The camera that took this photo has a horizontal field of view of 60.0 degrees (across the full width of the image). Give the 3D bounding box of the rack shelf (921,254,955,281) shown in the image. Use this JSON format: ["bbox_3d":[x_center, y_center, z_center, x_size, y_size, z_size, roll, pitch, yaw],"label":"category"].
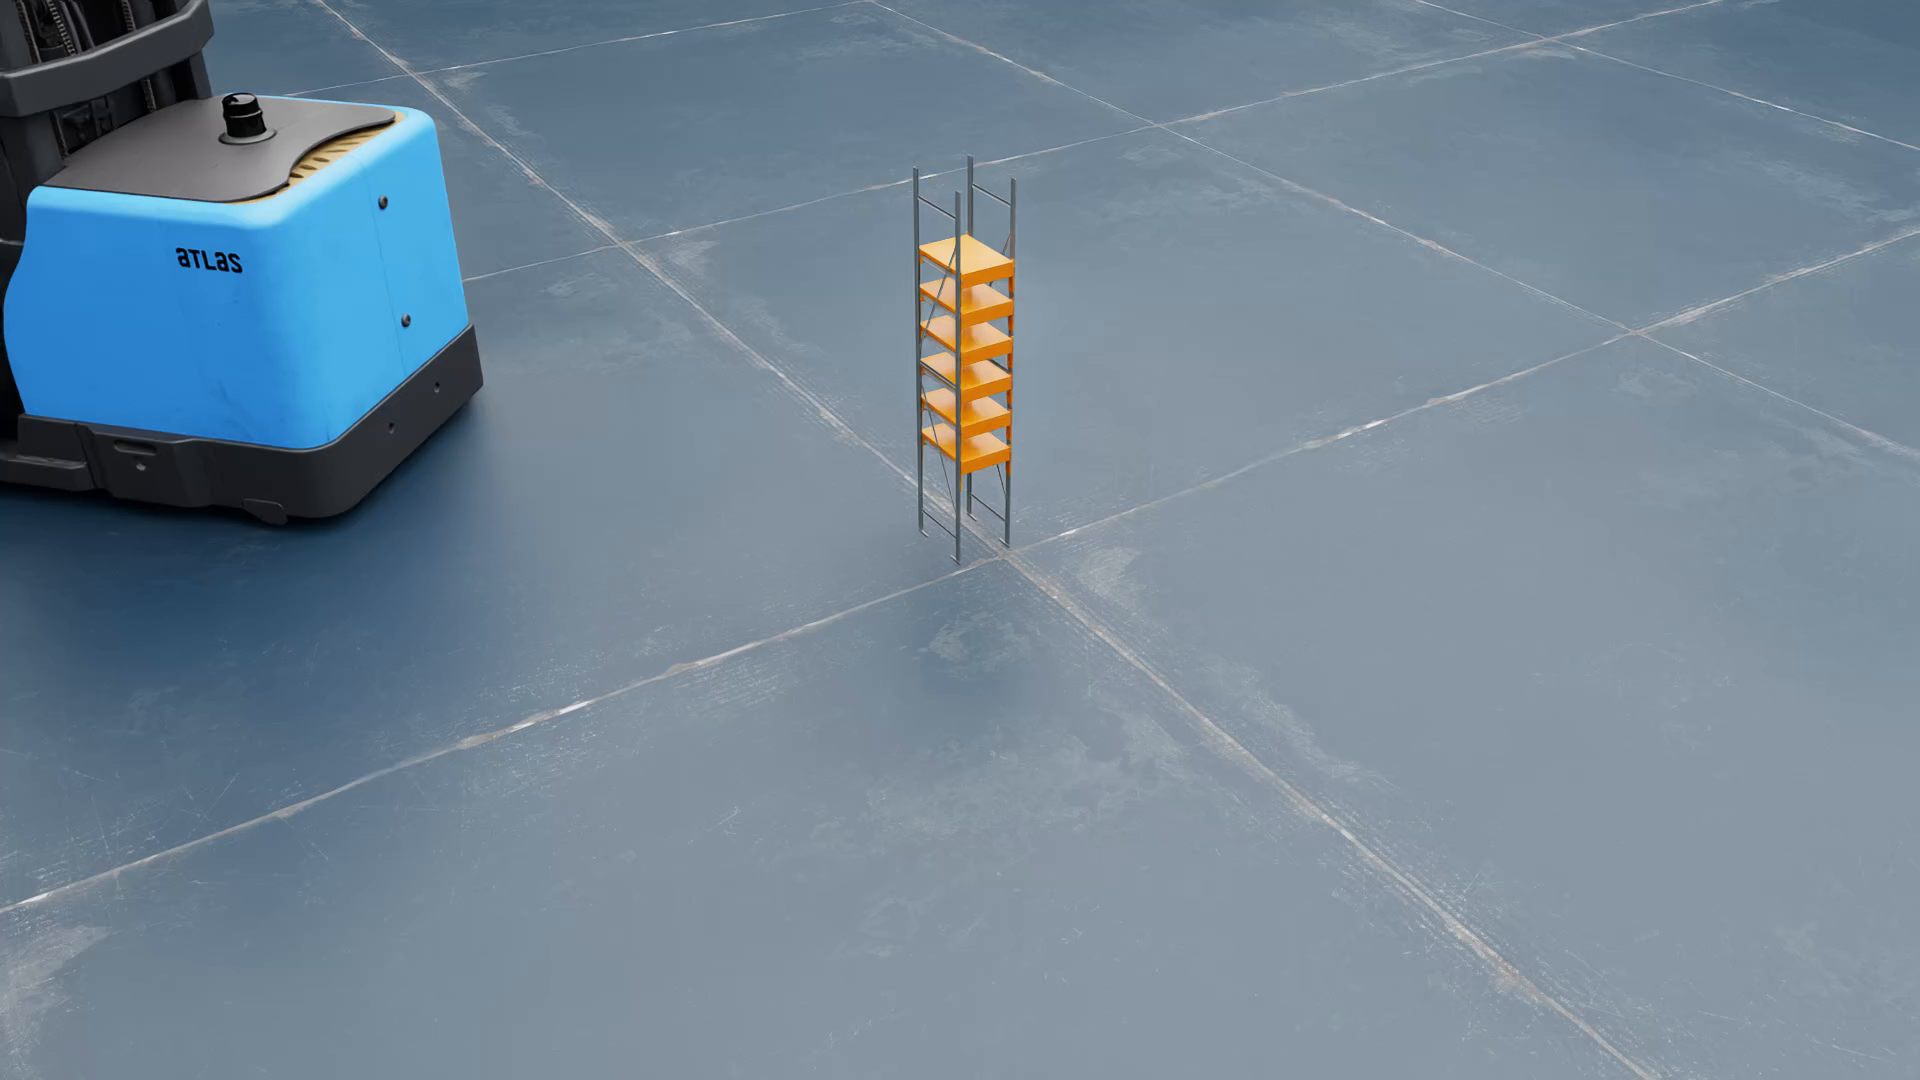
[{"bbox_3d":[0.012,-0.795,4.758,0.166,0.020,0.199,-19,37,-27],"label":"rack shelf"}]

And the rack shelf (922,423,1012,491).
[{"bbox_3d":[0.012,-0.271,5.088,0.180,0.103,0.258,-19,37,-27],"label":"rack shelf"}]

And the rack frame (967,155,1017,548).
[{"bbox_3d":[0.089,-0.538,4.978,0.006,1.200,0.240,-19,37,-27],"label":"rack frame"}]

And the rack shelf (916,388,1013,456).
[{"bbox_3d":[0.012,-0.373,5.024,0.180,0.103,0.258,-19,37,-27],"label":"rack shelf"}]

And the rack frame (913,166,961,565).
[{"bbox_3d":[-0.065,-0.485,4.895,0.006,1.200,0.240,-19,37,-27],"label":"rack frame"}]

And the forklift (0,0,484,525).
[{"bbox_3d":[-3.295,-1.662,5.220,3.031,2.843,1.129,7,33,12],"label":"forklift"}]

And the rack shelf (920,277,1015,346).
[{"bbox_3d":[0.012,-0.677,4.832,0.180,0.103,0.258,-19,37,-27],"label":"rack shelf"}]

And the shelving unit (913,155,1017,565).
[{"bbox_3d":[0.012,-0.512,4.937,0.189,1.200,0.258,-19,37,-27],"label":"shelving unit"}]

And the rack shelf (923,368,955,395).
[{"bbox_3d":[0.012,-0.491,4.950,0.166,0.020,0.199,-19,37,-27],"label":"rack shelf"}]

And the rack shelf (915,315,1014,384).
[{"bbox_3d":[0.012,-0.576,4.896,0.180,0.103,0.258,-19,37,-27],"label":"rack shelf"}]
